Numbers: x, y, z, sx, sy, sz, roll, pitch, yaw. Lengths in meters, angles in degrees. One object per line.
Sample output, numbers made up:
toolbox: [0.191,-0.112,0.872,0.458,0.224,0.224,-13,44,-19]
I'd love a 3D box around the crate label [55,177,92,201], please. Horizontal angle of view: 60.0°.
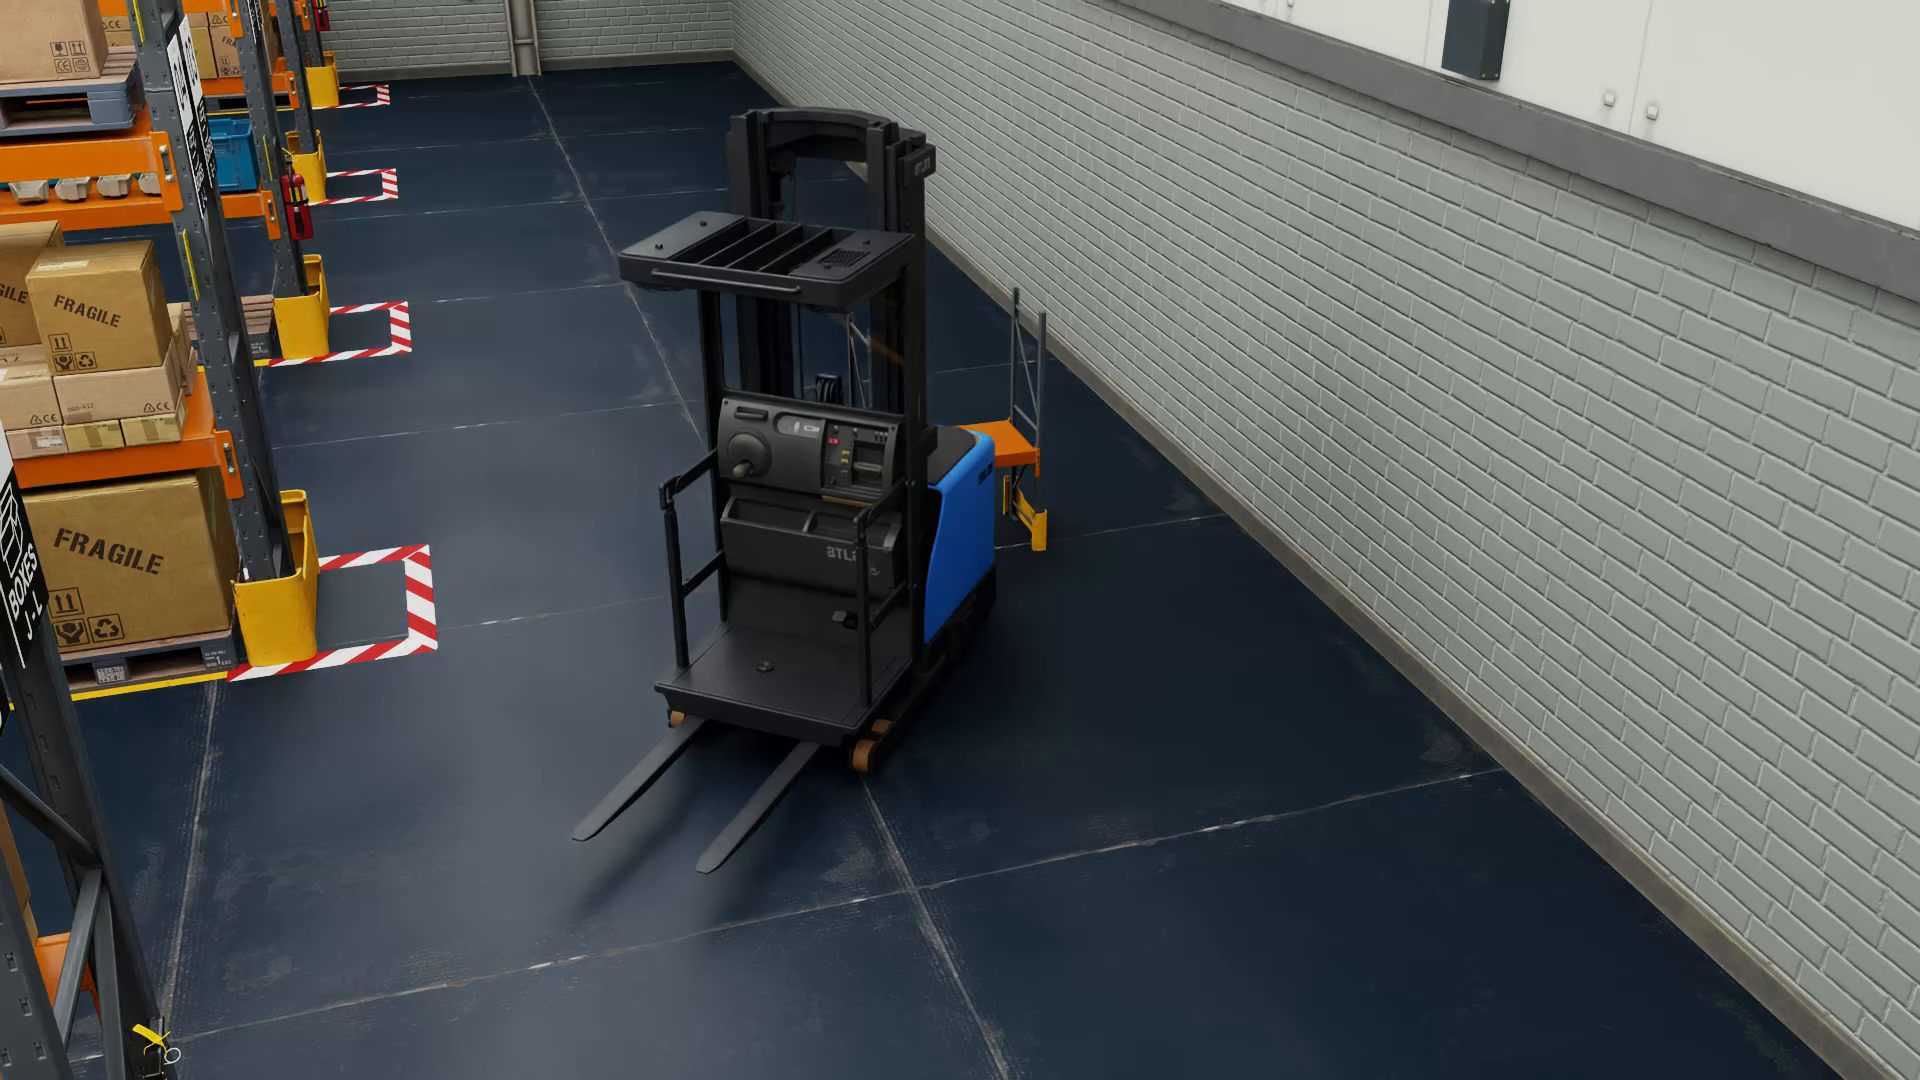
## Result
crate label: [-6.625,-2.655,12.453,0.243,0.136,0.396,-8,28,-16]

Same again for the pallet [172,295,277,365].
pallet: [-6.165,-1.671,13.379,1.213,0.211,1.003,-8,28,-16]

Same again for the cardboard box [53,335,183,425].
cardboard box: [-4.213,-0.810,8.343,0.500,0.250,0.500,-9,28,-17]

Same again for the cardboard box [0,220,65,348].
cardboard box: [-4.850,-1.304,8.495,0.500,0.500,0.500,-9,28,-17]

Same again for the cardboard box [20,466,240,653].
cardboard box: [-4.418,-0.038,8.870,0.875,0.875,0.875,-8,28,-16]

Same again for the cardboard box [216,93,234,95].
cardboard box: [-9.547,-6.067,21.436,0.500,0.500,0.700,-8,28,-16]

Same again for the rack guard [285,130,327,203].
rack guard: [-6.971,-3.982,17.709,0.348,0.500,1.175,-8,28,-16]

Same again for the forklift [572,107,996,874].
forklift: [-0.808,-0.401,7.762,1.130,2.935,3.031,10,28,19]

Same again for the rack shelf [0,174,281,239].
rack shelf: [-7.270,-2.420,12.560,4.000,0.370,1.077,-8,28,-16]

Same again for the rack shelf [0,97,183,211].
rack shelf: [-5.736,-1.669,7.674,4.000,0.370,1.077,-8,28,-16]

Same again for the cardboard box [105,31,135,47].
cardboard box: [-8.209,-4.841,16.515,0.500,0.500,0.500,-8,28,-16]

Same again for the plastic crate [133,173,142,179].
plastic crate: [-6.331,-2.984,13.008,0.300,0.233,0.416,-8,28,-16]

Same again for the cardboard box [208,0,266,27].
cardboard box: [-7.237,-5.427,16.572,0.500,0.500,0.500,-8,28,-17]

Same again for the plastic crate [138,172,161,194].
plastic crate: [-6.088,-2.737,12.619,0.243,0.136,0.396,-8,28,-16]

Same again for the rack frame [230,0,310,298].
rack frame: [-5.368,-3.017,12.954,0.127,3.000,1.000,-8,28,-16]

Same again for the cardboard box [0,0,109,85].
cardboard box: [-4.312,-2.450,7.741,0.500,0.500,0.700,-10,28,-19]

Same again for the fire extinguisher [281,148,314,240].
fire extinguisher: [-5.084,-2.644,12.709,0.183,0.674,0.296,-8,28,-16]

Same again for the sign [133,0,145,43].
sign: [-3.680,-2.396,7.424,0.005,0.325,0.100,-8,28,-16]

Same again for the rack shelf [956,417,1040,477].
rack shelf: [-0.081,-0.499,9.973,1.000,0.185,0.538,-8,28,-16]

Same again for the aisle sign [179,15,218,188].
aisle sign: [-3.859,-2.224,8.434,0.004,0.787,0.394,-8,28,-16]

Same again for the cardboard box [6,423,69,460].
cardboard box: [-4.558,-0.552,8.270,0.250,0.149,0.380,-8,28,-16]

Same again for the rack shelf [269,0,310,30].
rack shelf: [-10.338,-6.608,20.997,4.000,0.370,1.077,-8,28,-16]

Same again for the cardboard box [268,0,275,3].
cardboard box: [-8.918,-7.266,21.175,0.700,0.700,0.980,-7,27,-14]

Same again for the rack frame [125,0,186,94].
rack frame: [-3.835,-3.610,7.402,0.127,3.000,1.000,-8,28,-16]

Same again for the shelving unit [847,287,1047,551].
shelving unit: [-0.073,-0.661,9.895,1.083,1.500,0.587,-8,28,-16]

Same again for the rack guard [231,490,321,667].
rack guard: [-3.812,0.193,9.299,0.348,0.500,1.175,-8,28,-16]

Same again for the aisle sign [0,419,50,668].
aisle sign: [-2.418,-0.113,4.182,0.004,0.787,0.394,-8,28,-16]

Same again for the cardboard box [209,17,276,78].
cardboard box: [-7.240,-4.980,16.796,0.500,0.500,0.500,-7,27,-15]

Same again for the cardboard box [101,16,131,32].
cardboard box: [-8.208,-5.284,16.283,0.500,0.500,0.500,-7,27,-15]

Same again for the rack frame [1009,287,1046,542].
rack frame: [0.402,-0.730,10.034,0.032,1.500,0.500,-8,28,-16]

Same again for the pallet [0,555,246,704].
pallet: [-4.571,0.469,9.068,1.213,0.211,1.003,-8,28,-16]

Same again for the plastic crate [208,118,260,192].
plastic crate: [-5.629,-2.935,12.681,0.499,0.435,0.616,-8,28,-16]

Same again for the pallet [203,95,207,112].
pallet: [-10.330,-5.648,21.389,1.213,0.211,1.003,-8,28,-16]

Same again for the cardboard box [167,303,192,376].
cardboard box: [-4.375,-1.037,8.800,0.500,0.250,0.500,-9,28,-17]

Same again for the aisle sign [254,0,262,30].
aisle sign: [-5.392,-4.317,12.649,0.004,0.787,0.394,-8,28,-16]

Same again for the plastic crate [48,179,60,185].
plastic crate: [-6.957,-2.893,12.825,0.300,0.233,0.416,-8,28,-16]

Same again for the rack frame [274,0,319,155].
rack frame: [-6.899,-5.112,17.174,0.127,3.000,1.000,-8,28,-16]

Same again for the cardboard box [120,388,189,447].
cardboard box: [-4.071,-0.622,8.413,0.250,0.149,0.380,-8,27,-15]

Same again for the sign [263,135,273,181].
sign: [-5.183,-2.860,12.454,0.005,0.325,0.100,-8,28,-16]
